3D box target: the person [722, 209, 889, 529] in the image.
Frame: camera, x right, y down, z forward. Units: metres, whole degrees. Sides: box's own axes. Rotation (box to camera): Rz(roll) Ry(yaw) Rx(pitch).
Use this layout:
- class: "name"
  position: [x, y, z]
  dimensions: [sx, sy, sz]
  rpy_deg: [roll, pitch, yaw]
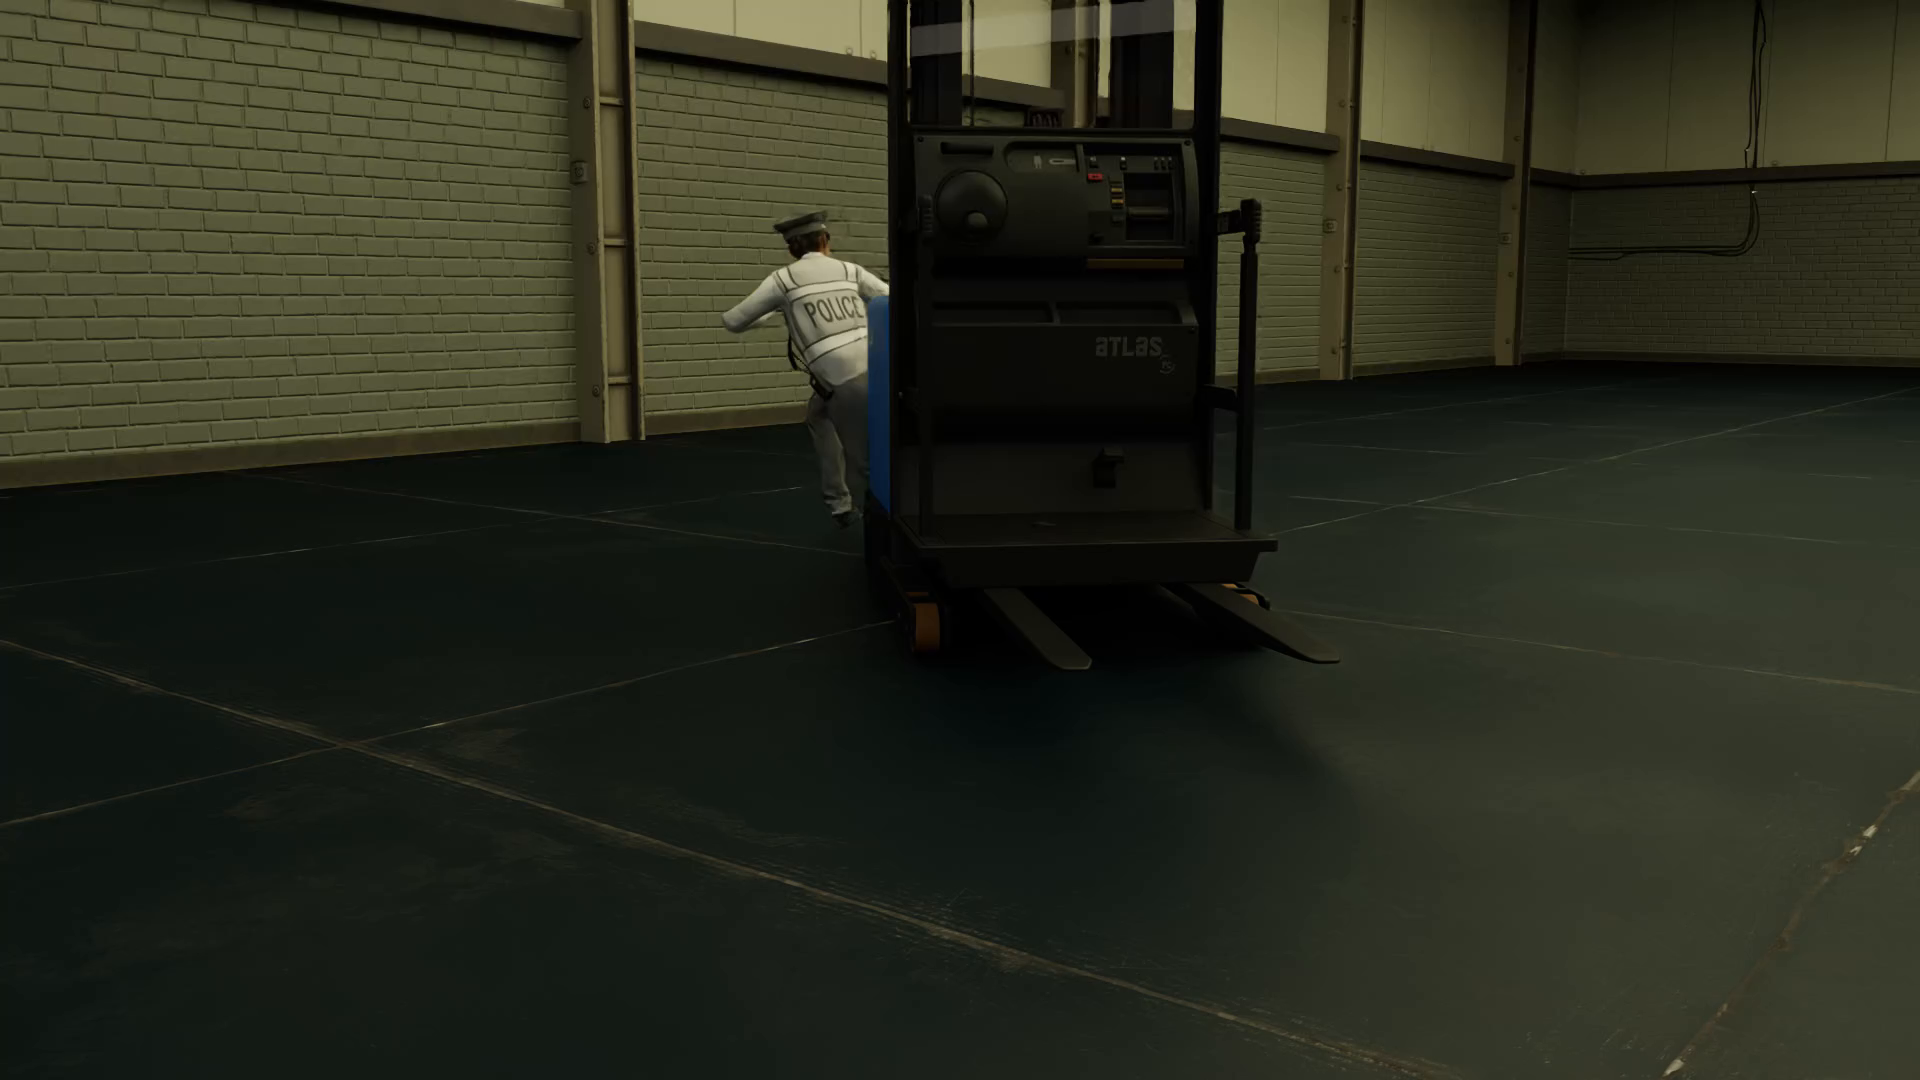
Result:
- class: "person"
  position: [-0.514, -0.692, 7.155]
  dimensions: [0.916, 1.432, 0.836]
  rpy_deg: [-7, 11, -39]

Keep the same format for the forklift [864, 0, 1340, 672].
- class: "forklift"
  position: [0.346, -1.155, 5.177]
  dimensions: [1.130, 2.935, 3.031]
  rpy_deg: [-1, 8, -8]
